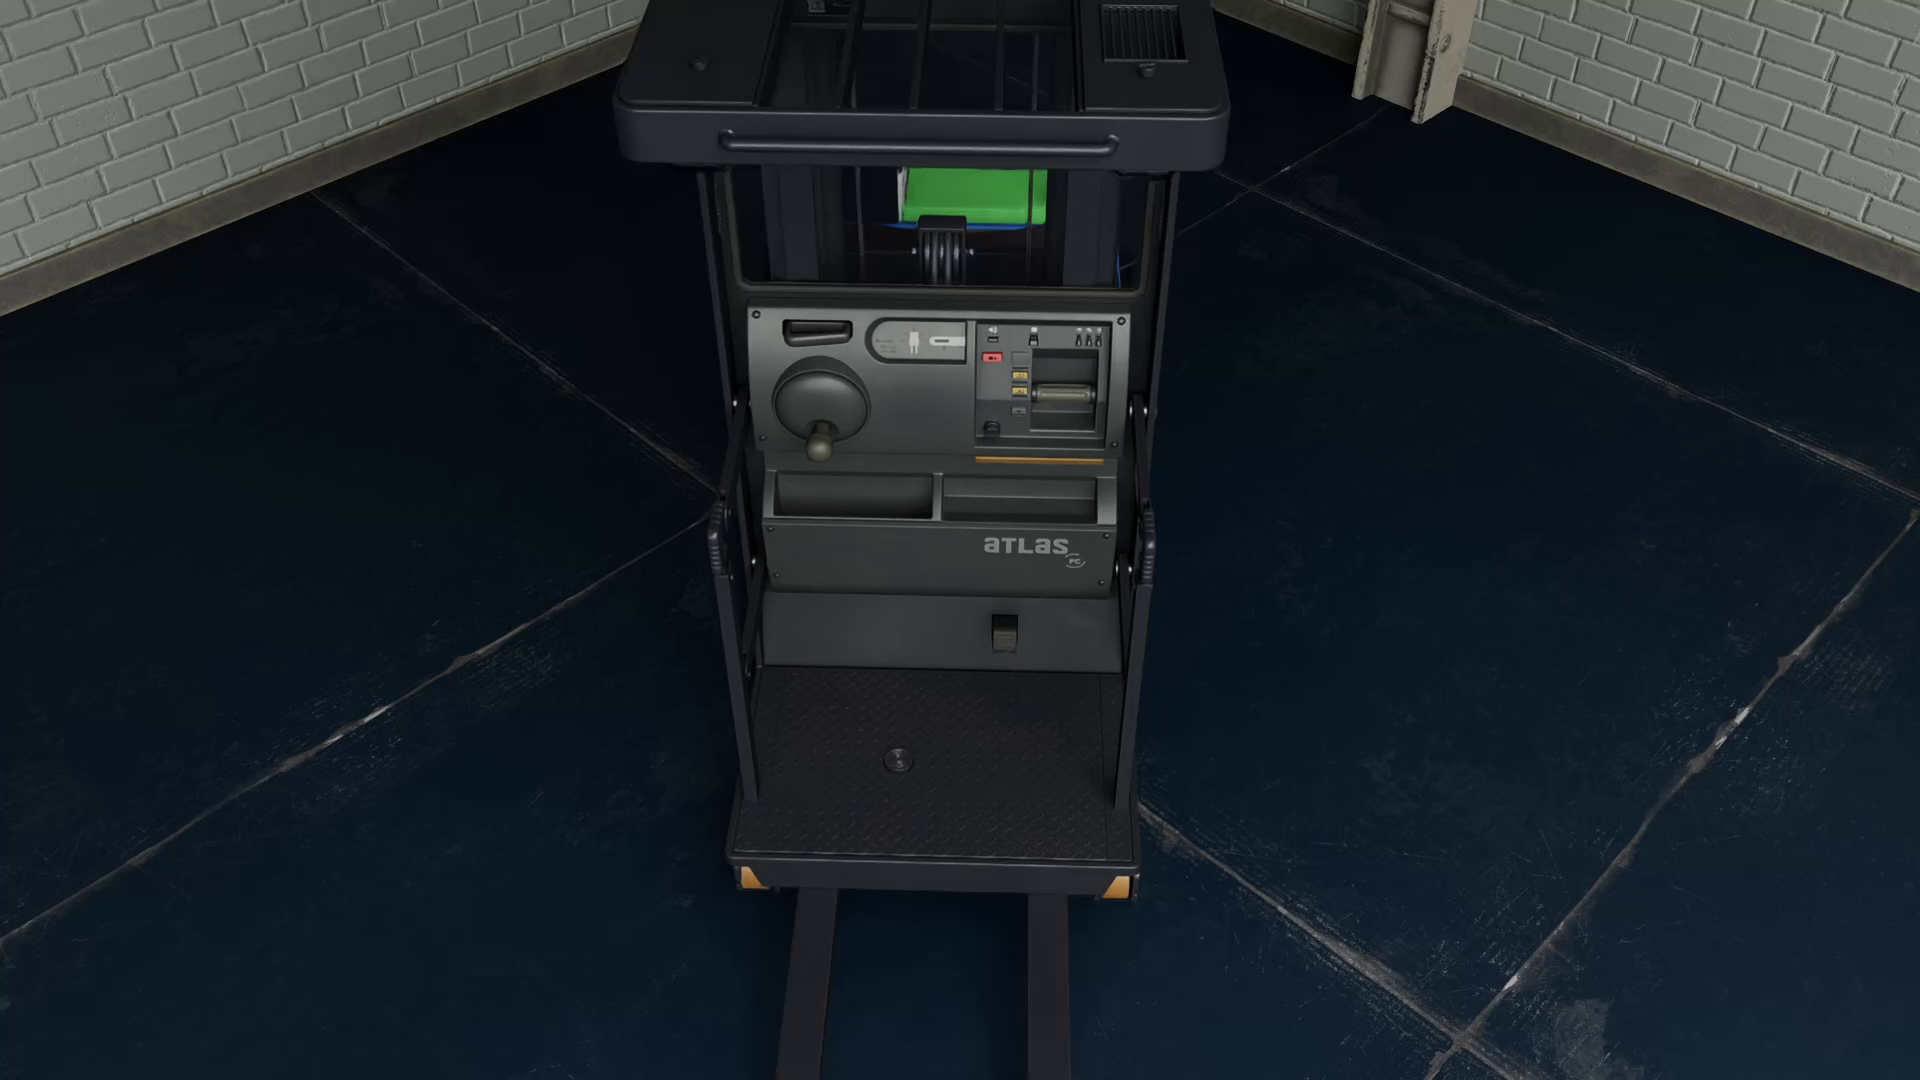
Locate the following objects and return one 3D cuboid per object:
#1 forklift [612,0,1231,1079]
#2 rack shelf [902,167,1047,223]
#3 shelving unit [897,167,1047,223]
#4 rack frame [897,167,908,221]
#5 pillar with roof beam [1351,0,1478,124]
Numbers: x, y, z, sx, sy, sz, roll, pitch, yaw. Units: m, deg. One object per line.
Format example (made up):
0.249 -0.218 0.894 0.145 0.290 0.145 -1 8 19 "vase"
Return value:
-0.057 -0.299 3.914 1.130 2.935 3.031 1 43 1 "forklift"
0.058 -1.096 5.439 0.480 0.148 0.258 1 43 1 "rack shelf"
0.058 -0.790 5.721 0.503 1.200 0.258 1 43 1 "shelving unit"
-0.186 -0.795 5.726 0.015 1.200 0.240 1 43 1 "rack frame"
-0.900 -3.380 2.777 9.100 9.000 0.400 -34 53 -31 "pillar with roof beam"
